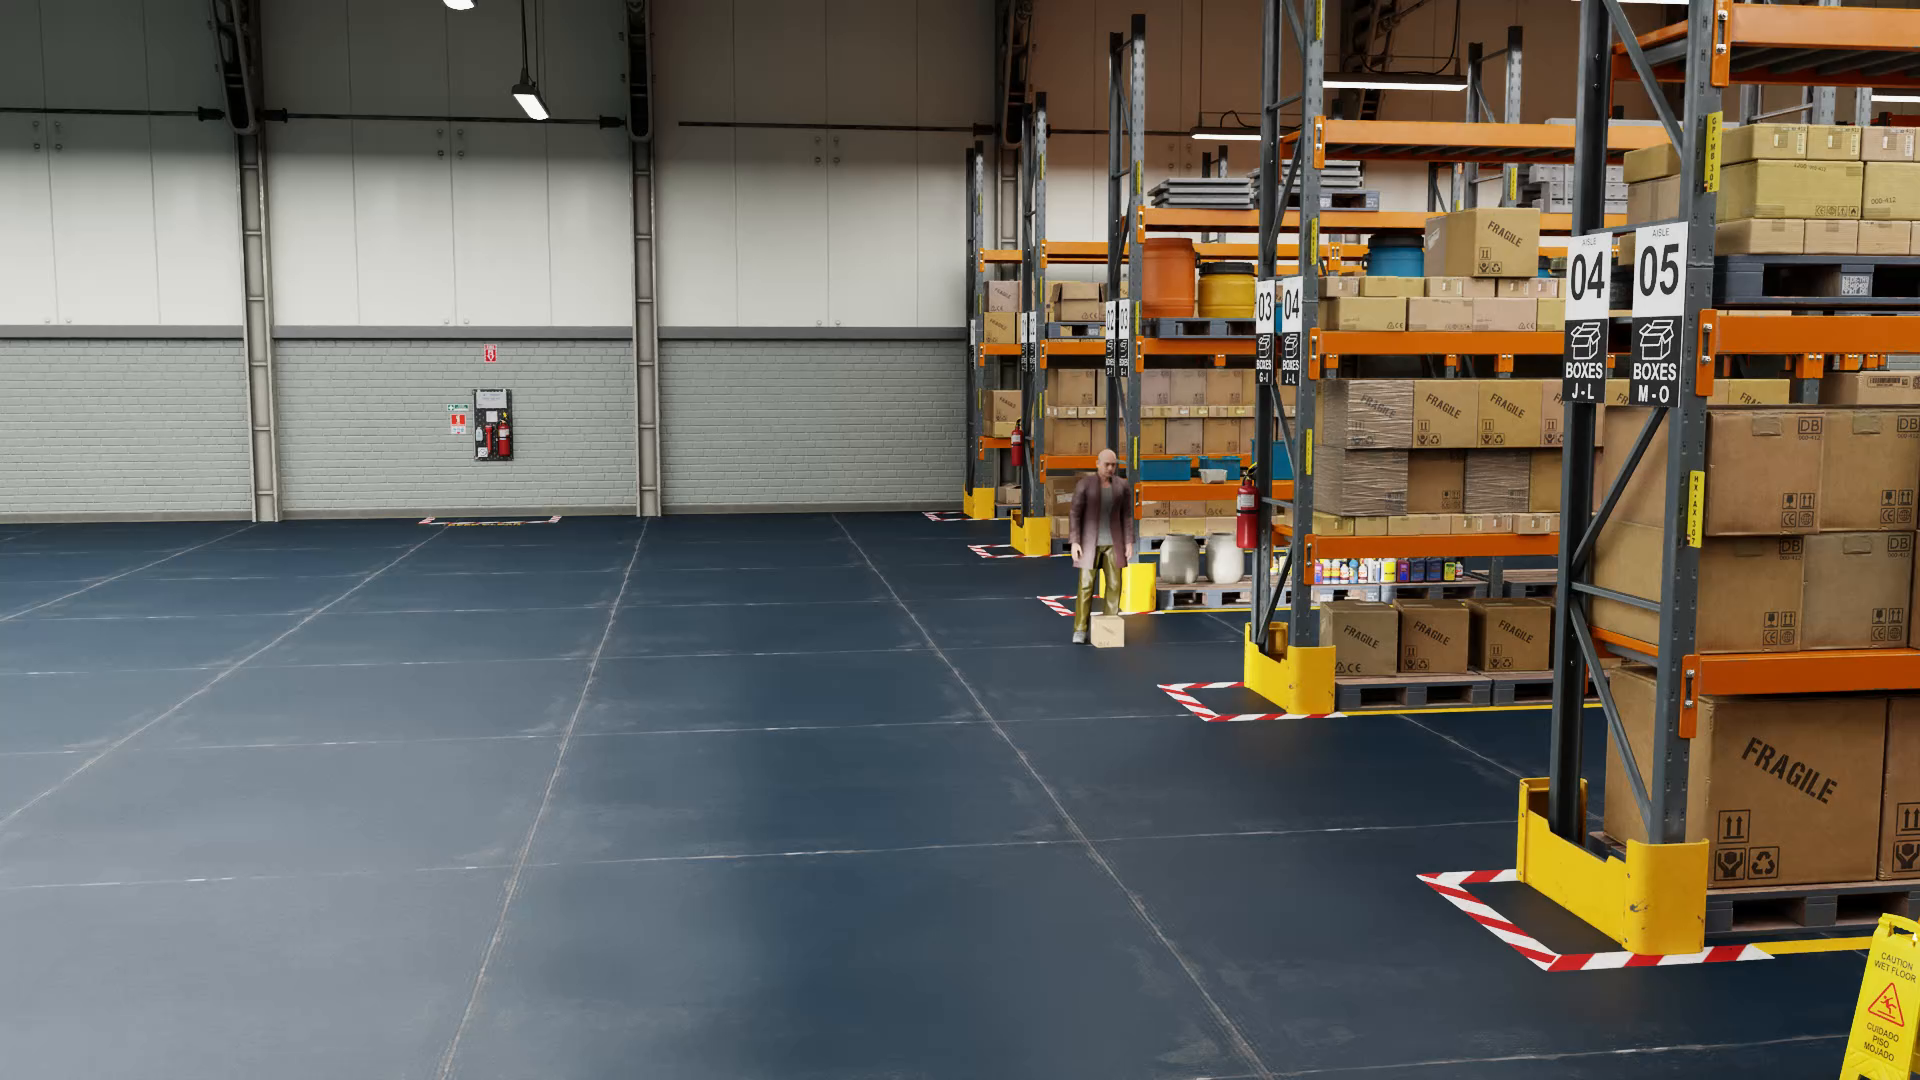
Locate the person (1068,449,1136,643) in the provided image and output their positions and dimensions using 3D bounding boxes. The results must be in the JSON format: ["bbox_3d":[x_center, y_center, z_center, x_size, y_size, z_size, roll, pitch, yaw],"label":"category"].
[{"bbox_3d":[1.313,0.049,15.335,0.649,1.772,0.429,-1,6,-12],"label":"person"}]
